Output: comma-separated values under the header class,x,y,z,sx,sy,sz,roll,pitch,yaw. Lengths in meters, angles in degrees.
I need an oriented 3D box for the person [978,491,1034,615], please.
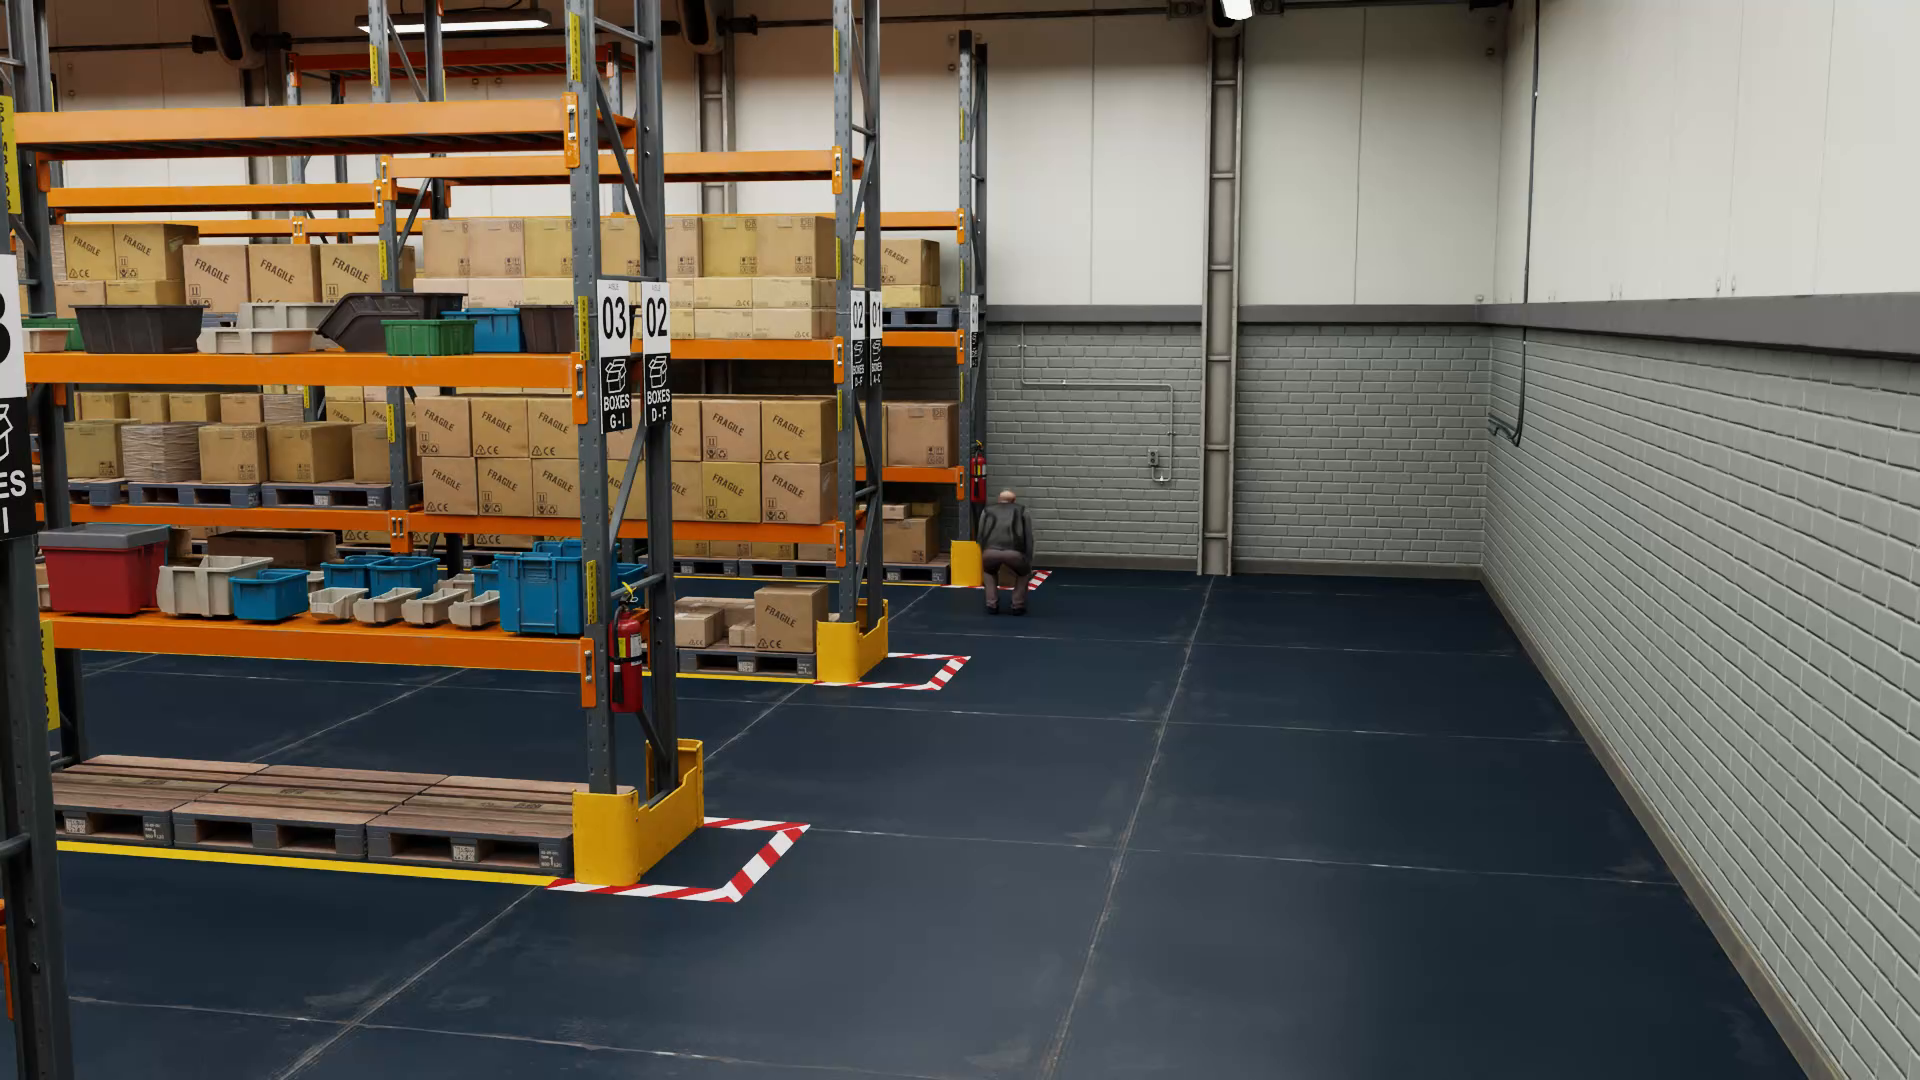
class,x,y,z,sx,sy,sz,roll,pitch,yaw
person,0.437,0.131,16.848,0.579,1.205,0.798,2,8,11
